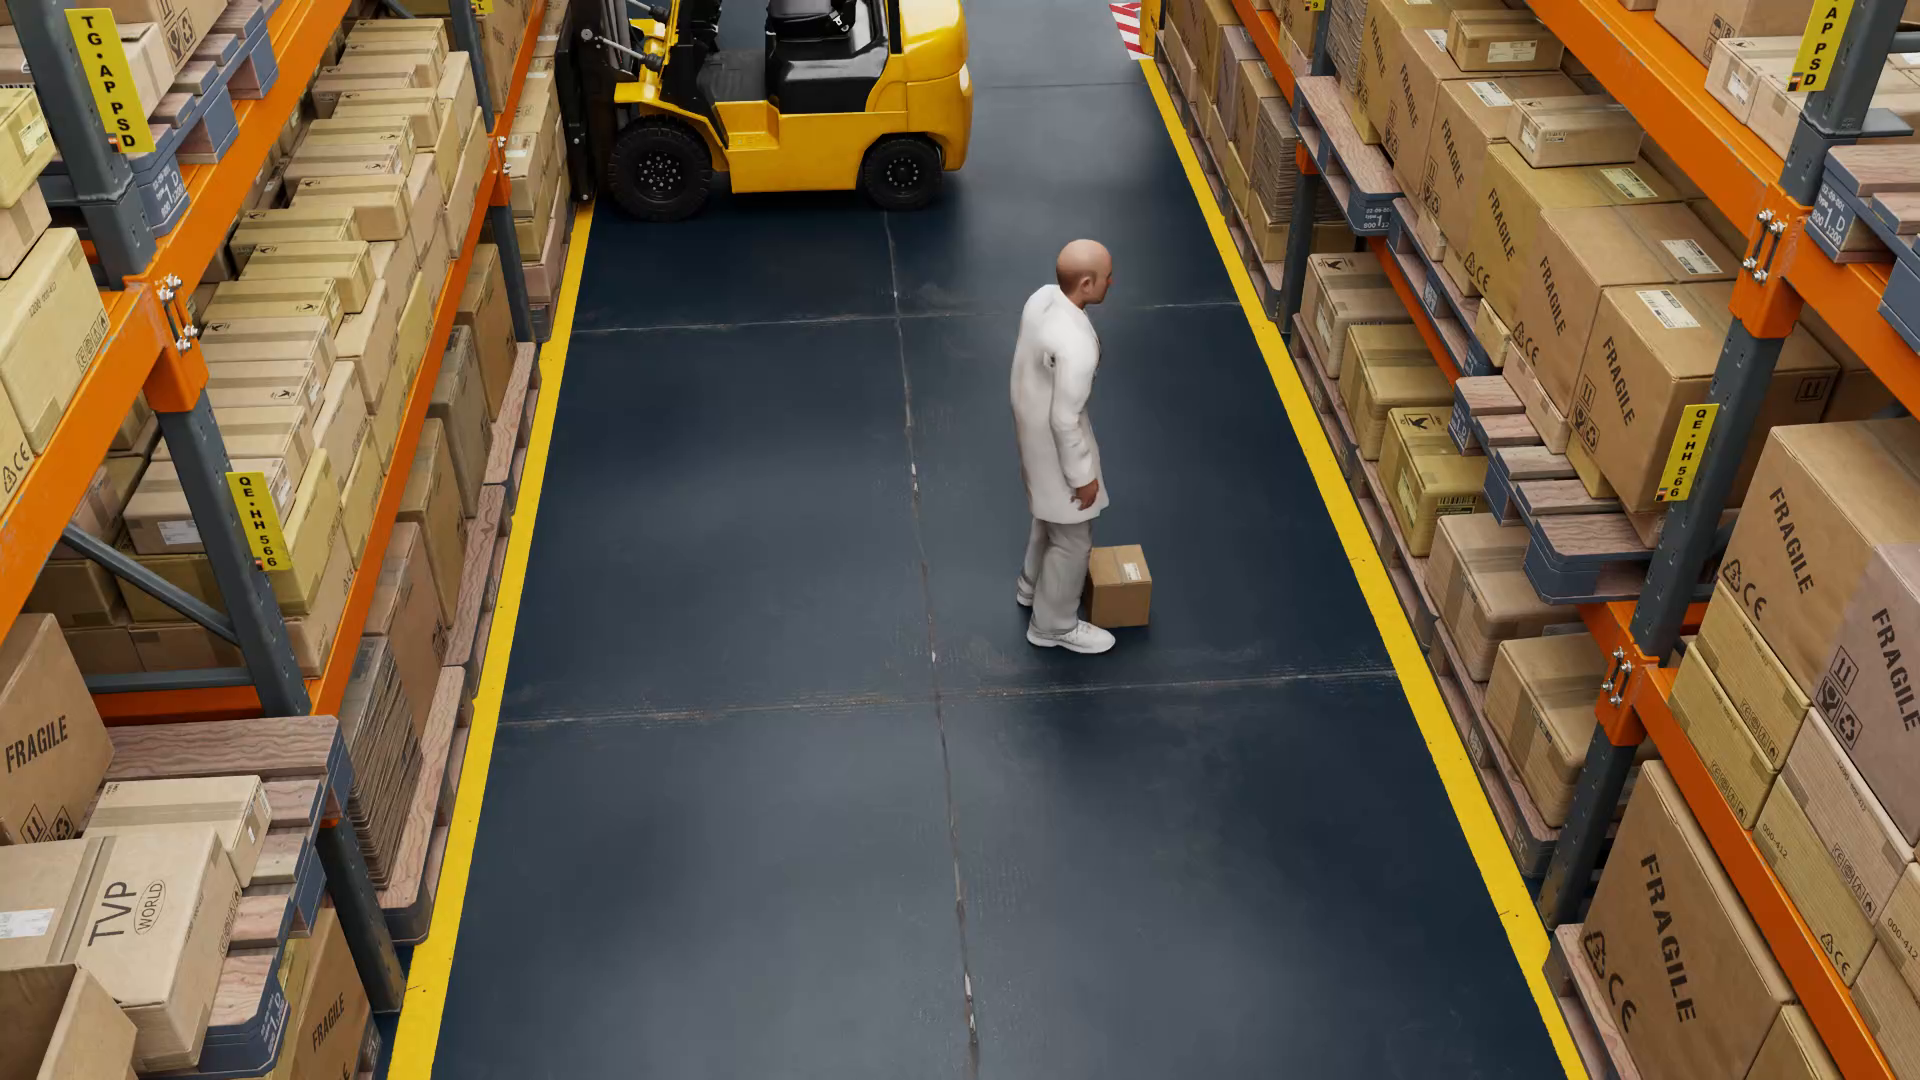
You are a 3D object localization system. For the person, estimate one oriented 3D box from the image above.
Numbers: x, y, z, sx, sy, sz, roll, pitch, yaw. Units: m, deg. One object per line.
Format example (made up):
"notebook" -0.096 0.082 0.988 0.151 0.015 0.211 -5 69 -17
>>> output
"person" 0.416 -0.385 6.649 0.429 1.772 0.648 -5 39 -7
